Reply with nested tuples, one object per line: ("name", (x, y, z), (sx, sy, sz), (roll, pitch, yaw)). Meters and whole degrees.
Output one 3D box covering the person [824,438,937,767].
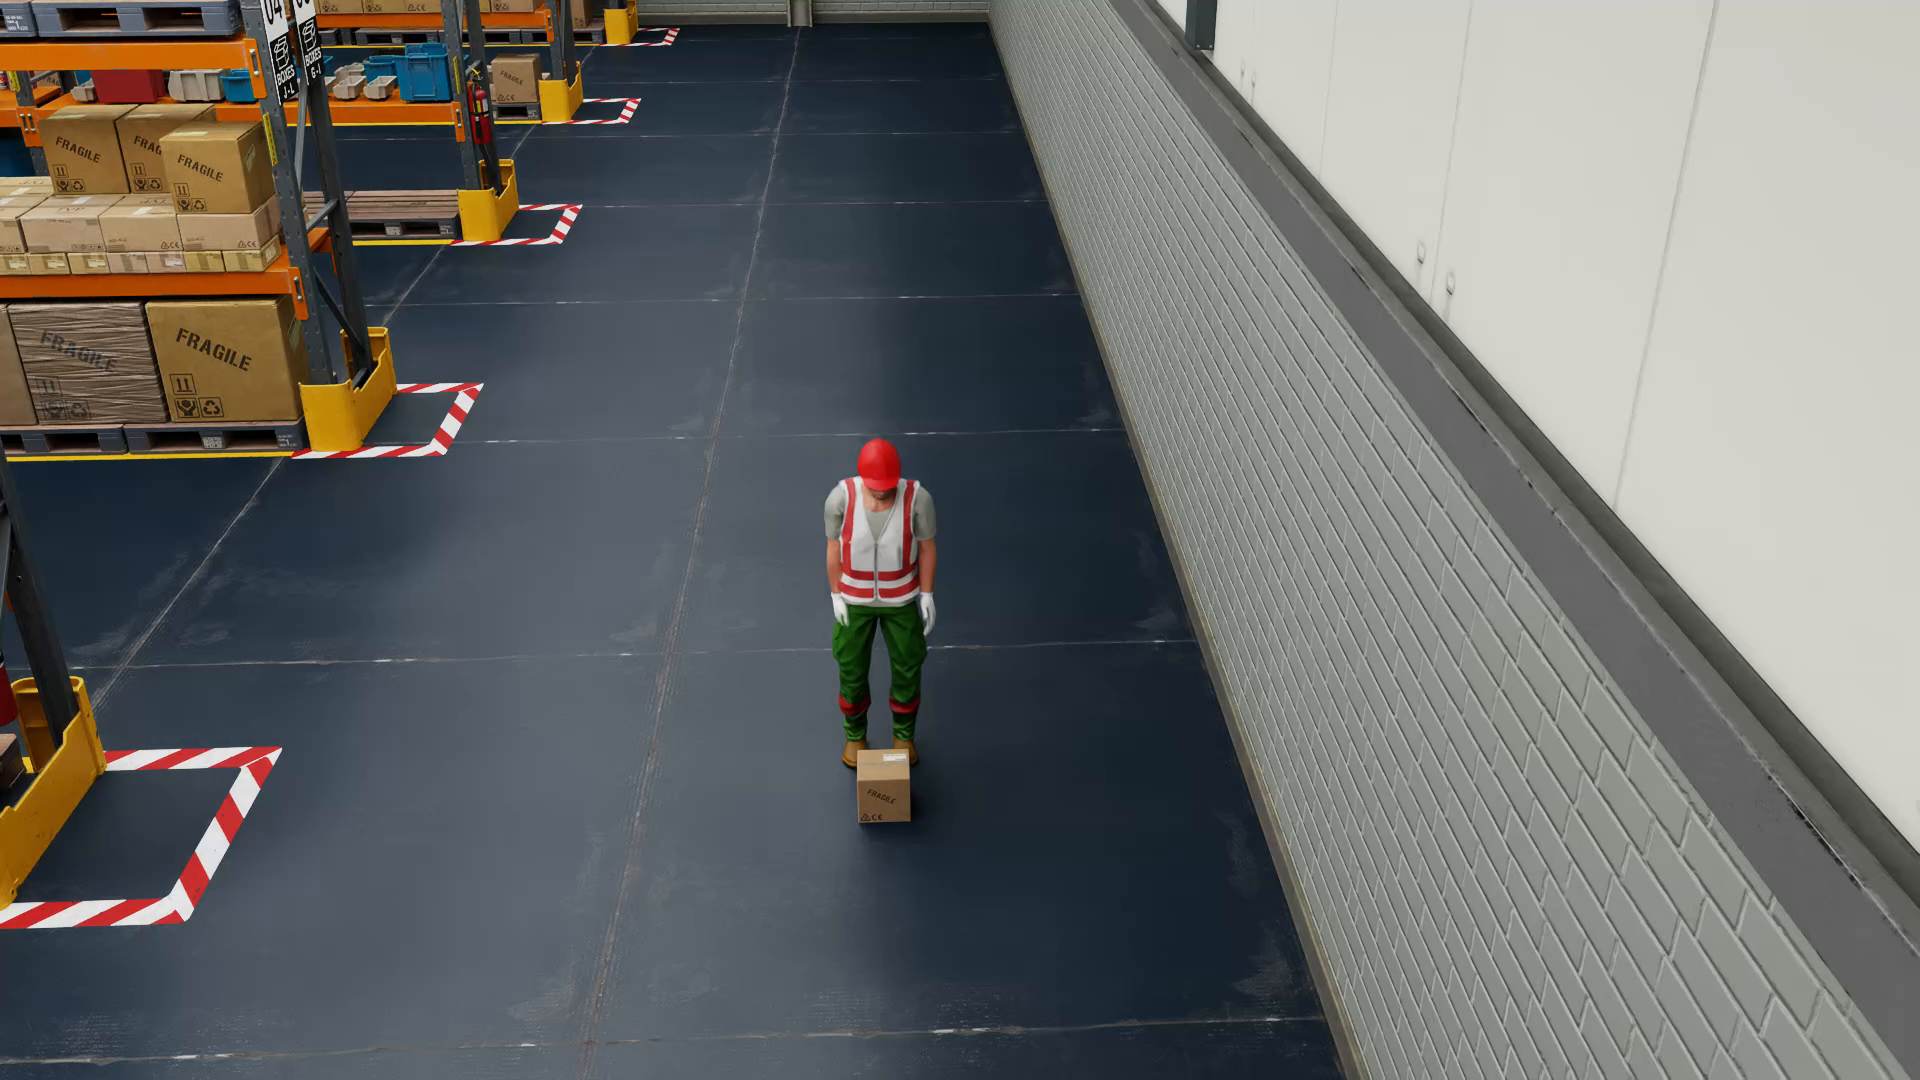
("person", (-0.374, 0.299, 8.048), (0.536, 1.757, 0.414), (-1, 27, -1))
